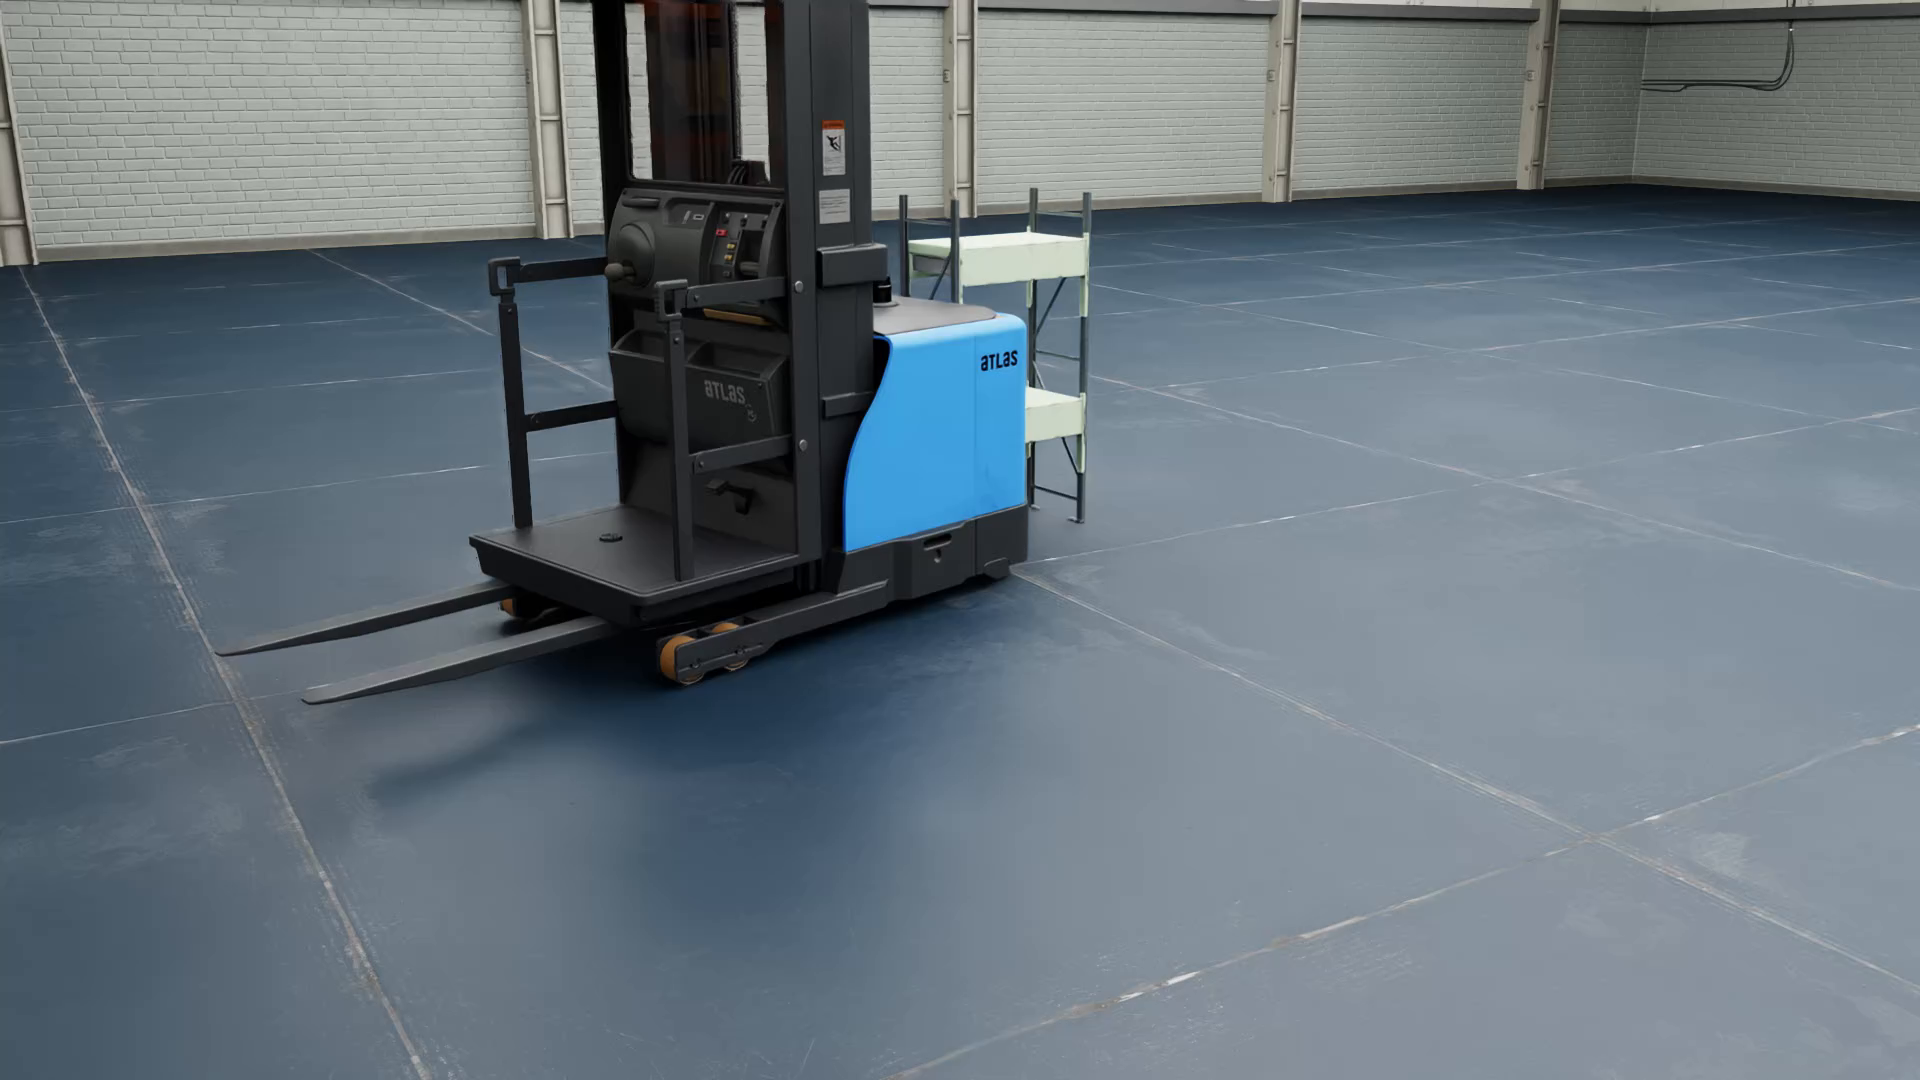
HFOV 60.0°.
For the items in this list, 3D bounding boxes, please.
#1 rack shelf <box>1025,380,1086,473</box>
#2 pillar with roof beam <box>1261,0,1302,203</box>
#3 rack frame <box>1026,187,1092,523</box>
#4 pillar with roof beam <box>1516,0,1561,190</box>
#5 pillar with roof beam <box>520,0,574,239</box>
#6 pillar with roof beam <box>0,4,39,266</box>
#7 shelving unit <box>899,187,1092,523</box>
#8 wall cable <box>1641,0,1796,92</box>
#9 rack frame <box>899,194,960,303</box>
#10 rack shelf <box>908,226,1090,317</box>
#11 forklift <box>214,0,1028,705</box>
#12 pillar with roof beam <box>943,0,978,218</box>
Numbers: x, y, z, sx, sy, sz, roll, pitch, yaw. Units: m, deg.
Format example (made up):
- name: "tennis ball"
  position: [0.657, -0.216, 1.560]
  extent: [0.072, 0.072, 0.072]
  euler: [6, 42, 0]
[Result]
- name: "rack shelf"
  position: [0.159, -0.471, 7.519]
  extent: [0.720, 0.370, 0.431]
  euler: [-12, 19, -36]
- name: "pillar with roof beam"
  position: [7.362, -8.849, 22.305]
  extent: [0.400, 9.000, 9.100]
  euler: [-9, 18, -30]
- name: "rack frame"
  position: [0.448, -0.845, 7.647]
  extent: [0.023, 1.500, 0.400]
  euler: [-12, 19, -36]
- name: "pillar with roof beam"
  position: [12.505, -9.683, 25.280]
  extent: [0.400, 9.000, 9.100]
  euler: [-9, 18, -30]
- name: "pillar with roof beam"
  position: [-2.924, -7.181, 16.354]
  extent: [0.400, 9.000, 9.100]
  euler: [-9, 18, -30]
- name: "pillar with roof beam"
  position: [-8.067, -6.347, 13.379]
  extent: [0.400, 9.000, 9.100]
  euler: [-9, 18, -30]
- name: "shelving unit"
  position: [0.159, -0.785, 7.431]
  extent: [0.755, 1.500, 0.431]
  euler: [-12, 19, -36]
- name: "wall cable"
  position: [13.494, -9.287, 29.622]
  extent: [0.112, 2.526, 3.097]
  euler: [-9, 18, -30]
- name: "rack frame"
  position: [-0.131, -0.725, 7.216]
  extent: [0.023, 1.500, 0.400]
  euler: [-12, 19, -36]
- name: "rack shelf"
  position: [0.159, -1.161, 7.326]
  extent: [0.720, 0.370, 0.431]
  euler: [-12, 19, -36]
- name: "forklift"
  position: [-1.101, -1.074, 5.813]
  extent: [1.130, 2.935, 3.031]
  euler: [14, 21, 42]
- name: "pillar with roof beam"
  position: [2.219, -8.015, 19.329]
  extent: [0.400, 9.000, 9.100]
  euler: [-9, 18, -30]
